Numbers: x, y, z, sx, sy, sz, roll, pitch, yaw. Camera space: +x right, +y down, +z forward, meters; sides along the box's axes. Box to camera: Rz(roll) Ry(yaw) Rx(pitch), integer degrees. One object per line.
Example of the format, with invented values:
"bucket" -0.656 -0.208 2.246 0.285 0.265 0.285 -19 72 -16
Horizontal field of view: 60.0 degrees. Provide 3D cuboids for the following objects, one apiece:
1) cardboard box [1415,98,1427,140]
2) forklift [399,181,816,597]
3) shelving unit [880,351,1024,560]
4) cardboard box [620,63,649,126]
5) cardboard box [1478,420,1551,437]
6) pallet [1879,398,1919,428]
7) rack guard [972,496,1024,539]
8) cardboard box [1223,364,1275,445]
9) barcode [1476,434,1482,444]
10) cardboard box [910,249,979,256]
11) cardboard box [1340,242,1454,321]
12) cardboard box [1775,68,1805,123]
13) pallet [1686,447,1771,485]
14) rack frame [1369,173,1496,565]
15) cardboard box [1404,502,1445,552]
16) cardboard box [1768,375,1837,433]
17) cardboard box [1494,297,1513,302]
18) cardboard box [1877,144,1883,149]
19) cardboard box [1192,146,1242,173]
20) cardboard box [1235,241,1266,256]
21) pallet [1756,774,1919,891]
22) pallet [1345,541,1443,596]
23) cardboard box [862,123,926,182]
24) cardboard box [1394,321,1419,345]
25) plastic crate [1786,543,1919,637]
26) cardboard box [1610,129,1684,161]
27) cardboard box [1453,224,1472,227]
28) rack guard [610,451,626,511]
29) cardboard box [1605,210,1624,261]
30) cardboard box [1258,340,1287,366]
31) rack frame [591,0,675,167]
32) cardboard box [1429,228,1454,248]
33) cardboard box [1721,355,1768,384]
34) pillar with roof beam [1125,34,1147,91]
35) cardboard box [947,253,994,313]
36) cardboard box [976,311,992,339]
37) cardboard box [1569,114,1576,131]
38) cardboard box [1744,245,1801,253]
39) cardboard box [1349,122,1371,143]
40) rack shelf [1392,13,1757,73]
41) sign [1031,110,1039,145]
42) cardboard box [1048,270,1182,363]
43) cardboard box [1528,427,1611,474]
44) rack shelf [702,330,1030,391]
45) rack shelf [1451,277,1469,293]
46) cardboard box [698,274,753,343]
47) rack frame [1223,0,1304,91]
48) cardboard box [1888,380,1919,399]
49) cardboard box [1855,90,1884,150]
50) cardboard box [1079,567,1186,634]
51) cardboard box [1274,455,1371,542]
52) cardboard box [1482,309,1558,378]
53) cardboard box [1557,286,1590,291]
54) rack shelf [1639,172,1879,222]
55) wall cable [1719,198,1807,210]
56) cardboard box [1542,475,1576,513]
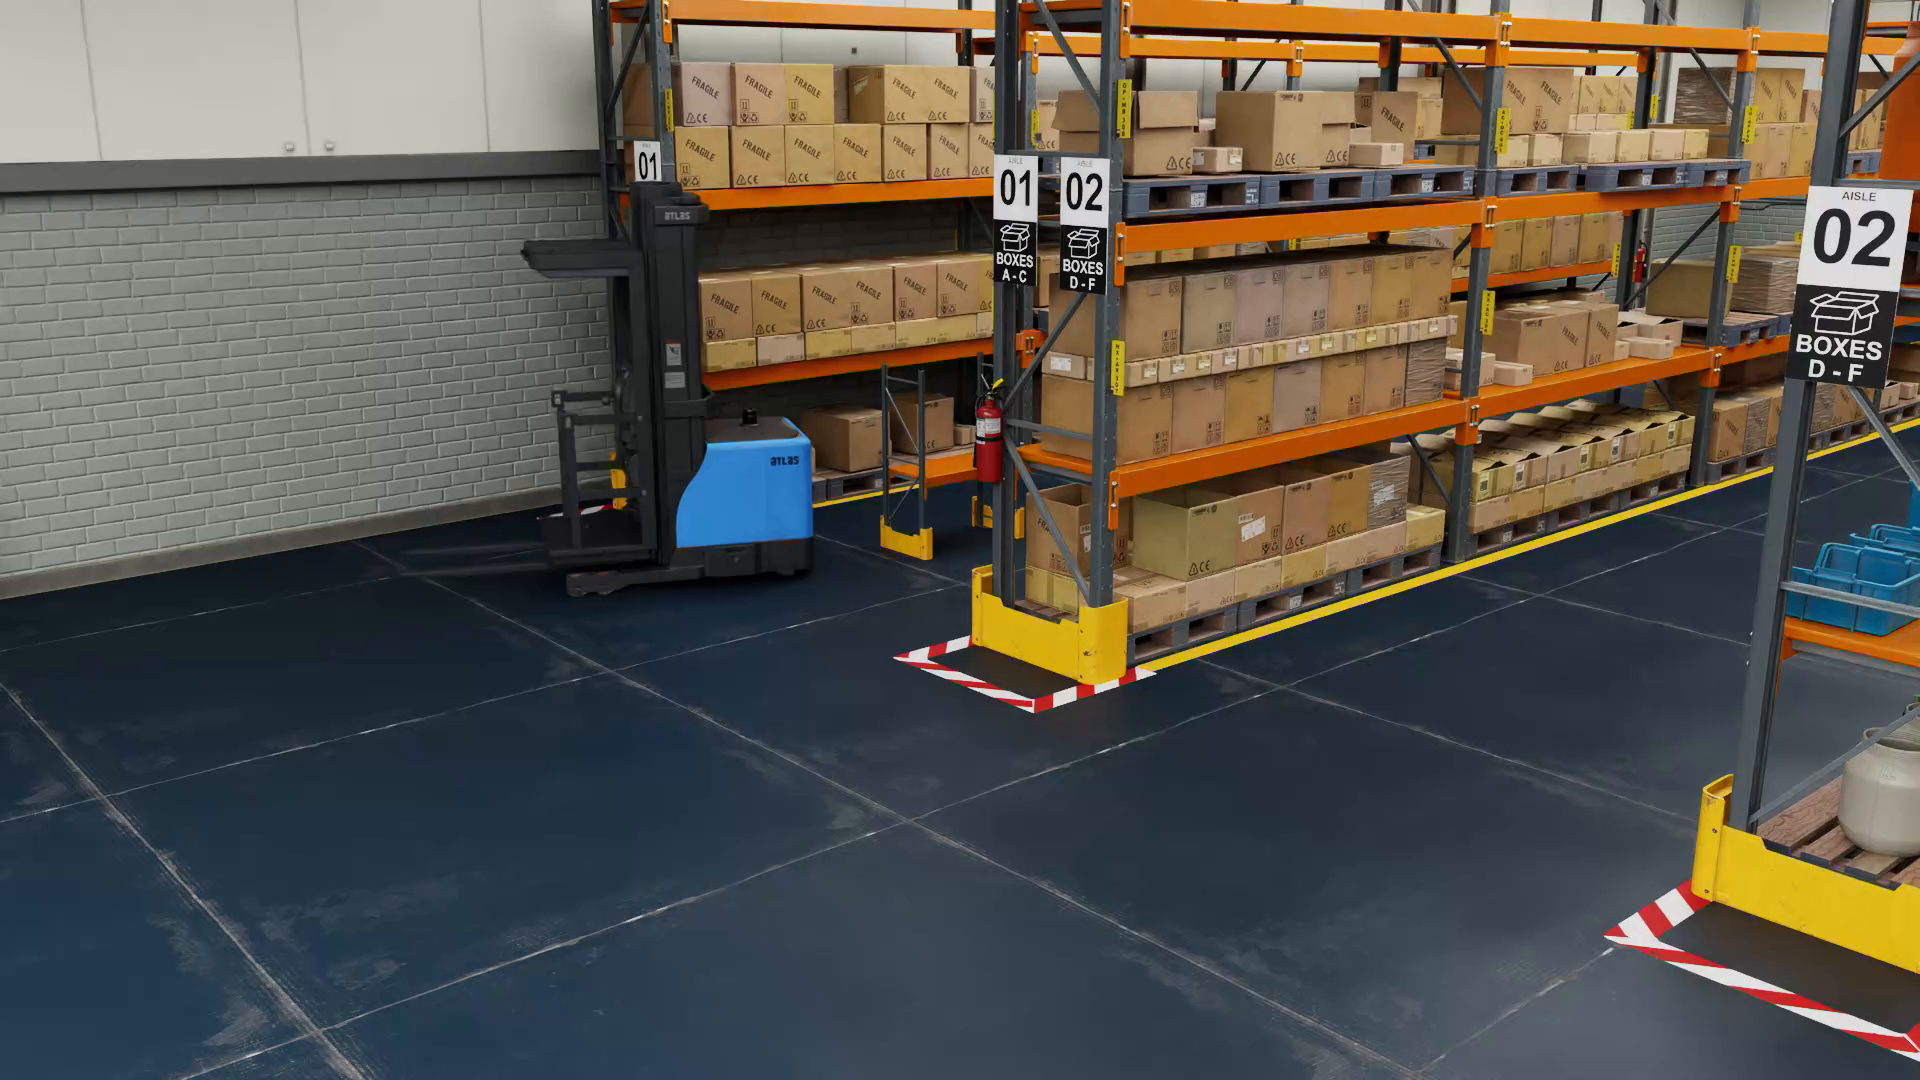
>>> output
"cardboard box" 5.270 -5.156 20.383 0.500 0.500 0.700 -13 20 -40
"forklift" -2.683 -1.149 12.372 3.031 2.935 1.130 -5 16 -16
"shelving unit" -0.058 -0.712 13.508 1.083 1.500 0.587 -13 19 -39
"cardboard box" -2.516 -3.762 14.040 0.500 0.500 0.500 -12 19 -37
"cardboard box" 4.868 -0.890 14.696 0.500 0.311 0.500 -13 20 -40
"pallet" 10.157 -1.486 18.905 1.213 0.211 1.003 -13 19 -39
"rack guard" 0.318 -0.192 13.985 0.087 0.250 0.587 -13 19 -39
"cardboard box" 1.717 -0.982 11.420 0.500 0.500 0.700 -12 19 -39
"barcode" 4.069 -0.793 13.036 0.075 0.075 0.001 -13 19 -39
"cardboard box" -0.143 -2.586 16.418 0.500 0.500 0.500 -13 20 -41
"cardboard box" 3.272 -1.961 12.570 0.500 0.500 0.700 -13 19 -39
"cardboard box" 7.723 -4.266 15.963 0.500 0.500 0.500 -13 19 -39
"pallet" 7.208 -0.811 16.379 1.213 0.211 1.003 -13 19 -39
"rack frame" 3.603 -1.362 13.036 0.127 3.000 1.000 -13 19 -39
"cardboard box" 3.397 -0.115 12.883 0.500 0.250 0.500 -13 19 -39
"cardboard box" 8.697 -1.416 17.229 0.500 0.500 0.500 -12 19 -39
"cardboard box" 7.370 -3.245 22.858 0.250 0.149 0.380 -13 20 -41
"cardboard box" 10.167 -4.128 17.870 0.500 0.250 0.500 -13 19 -39
"cardboard box" 1.589 -2.448 10.690 0.250 0.149 0.380 -13 19 -39
"cardboard box" 3.018 -3.183 18.806 0.700 0.500 0.500 13 20 40
"pallet" 4.477 1.469 7.840 1.213 0.211 1.003 -13 19 -39
"pallet" 2.975 0.112 12.922 1.213 0.211 1.003 -13 19 -39
"cardboard box" -0.653 -3.515 15.051 0.500 0.500 0.500 -14 20 -41
"cardboard box" 3.155 -1.549 12.288 0.250 0.149 0.380 -13 20 -41
"plastic crate" 4.015 0.209 7.442 0.616 0.251 0.499 -13 19 -39
"cardboard box" 5.932 -3.439 14.477 0.500 0.250 0.500 -12 19 -38
"cardboard box" 6.199 -4.116 21.085 0.500 0.250 0.500 -12 19 -38
"rack guard" -2.612 -0.453 14.478 0.348 0.500 1.175 -13 19 -39
"cardboard box" 9.023 -4.415 23.885 0.700 0.700 0.980 -12 19 -37
"cardboard box" 1.993 -1.289 11.313 0.250 0.149 0.380 -13 20 -40
"rack frame" -2.669 -4.546 13.333 0.127 3.000 1.000 -13 19 -39
"cardboard box" 5.822 -3.667 20.857 0.500 0.500 0.500 -12 19 -39
"cardboard box" 7.981 -1.795 17.197 0.500 0.250 0.500 -13 20 -40
"pillar with roof beam" 4.643 -5.012 15.075 0.400 9.000 9.100 -13 19 -39
"cardboard box" 0.195 -2.485 16.039 0.500 0.500 0.500 -13 20 -39
"cardboard box" 0.190 -2.124 16.140 0.500 0.250 0.500 -13 19 -39
"cardboard box" 7.854 -5.546 22.173 0.500 0.250 0.500 -13 20 -41
"cardboard box" 8.657 -2.803 17.423 0.500 0.500 0.700 -9 17 -31
"cardboard box" 2.643 -2.913 12.119 0.500 0.311 0.500 -14 20 -42
"rack shelf" 5.112 -4.058 13.675 4.000 0.370 1.077 -13 19 -39
"sign" 0.710 -3.920 15.800 0.005 0.325 0.100 -13 19 -39
"cardboard box" 0.986 -1.445 10.639 0.500 0.500 0.700 -13 19 -39
"cardboard box" 5.237 -0.790 14.321 0.500 0.311 0.500 -12 19 -38
"rack shelf" -1.160 -1.639 15.469 4.000 0.370 1.077 -13 19 -39
"rack shelf" 4.875 -2.995 20.542 4.000 0.370 1.077 -13 19 -39
"cardboard box" -2.112 -1.970 14.111 0.500 0.500 0.500 -13 19 -39
"rack frame" 3.366 -5.902 18.407 0.127 3.000 1.000 -13 19 -39
"cardboard box" 10.743 -1.738 19.083 0.250 0.166 0.380 -13 19 -39
"cardboard box" 9.210 -4.395 17.377 0.600 0.600 0.600 14 20 42
"cardboard box" 1.136 0.394 10.978 0.500 0.250 0.500 -13 19 -39
"cardboard box" 2.637 -0.310 12.158 0.500 0.500 0.500 -13 19 -39
"cardboard box" 4.590 -1.626 13.833 0.500 0.500 0.500 -11 18 -35
"cardboard box" 8.901 -3.589 24.148 0.250 0.149 0.380 -12 19 -39
"rack shelf" 8.129 -3.480 16.547 4.000 0.370 1.077 -13 19 -39
"wall cable" 13.902 -6.645 27.208 0.112 2.526 3.097 -13 19 -39
"cardboard box" 4.845 -0.431 14.066 0.500 0.250 0.500 -13 20 -41
